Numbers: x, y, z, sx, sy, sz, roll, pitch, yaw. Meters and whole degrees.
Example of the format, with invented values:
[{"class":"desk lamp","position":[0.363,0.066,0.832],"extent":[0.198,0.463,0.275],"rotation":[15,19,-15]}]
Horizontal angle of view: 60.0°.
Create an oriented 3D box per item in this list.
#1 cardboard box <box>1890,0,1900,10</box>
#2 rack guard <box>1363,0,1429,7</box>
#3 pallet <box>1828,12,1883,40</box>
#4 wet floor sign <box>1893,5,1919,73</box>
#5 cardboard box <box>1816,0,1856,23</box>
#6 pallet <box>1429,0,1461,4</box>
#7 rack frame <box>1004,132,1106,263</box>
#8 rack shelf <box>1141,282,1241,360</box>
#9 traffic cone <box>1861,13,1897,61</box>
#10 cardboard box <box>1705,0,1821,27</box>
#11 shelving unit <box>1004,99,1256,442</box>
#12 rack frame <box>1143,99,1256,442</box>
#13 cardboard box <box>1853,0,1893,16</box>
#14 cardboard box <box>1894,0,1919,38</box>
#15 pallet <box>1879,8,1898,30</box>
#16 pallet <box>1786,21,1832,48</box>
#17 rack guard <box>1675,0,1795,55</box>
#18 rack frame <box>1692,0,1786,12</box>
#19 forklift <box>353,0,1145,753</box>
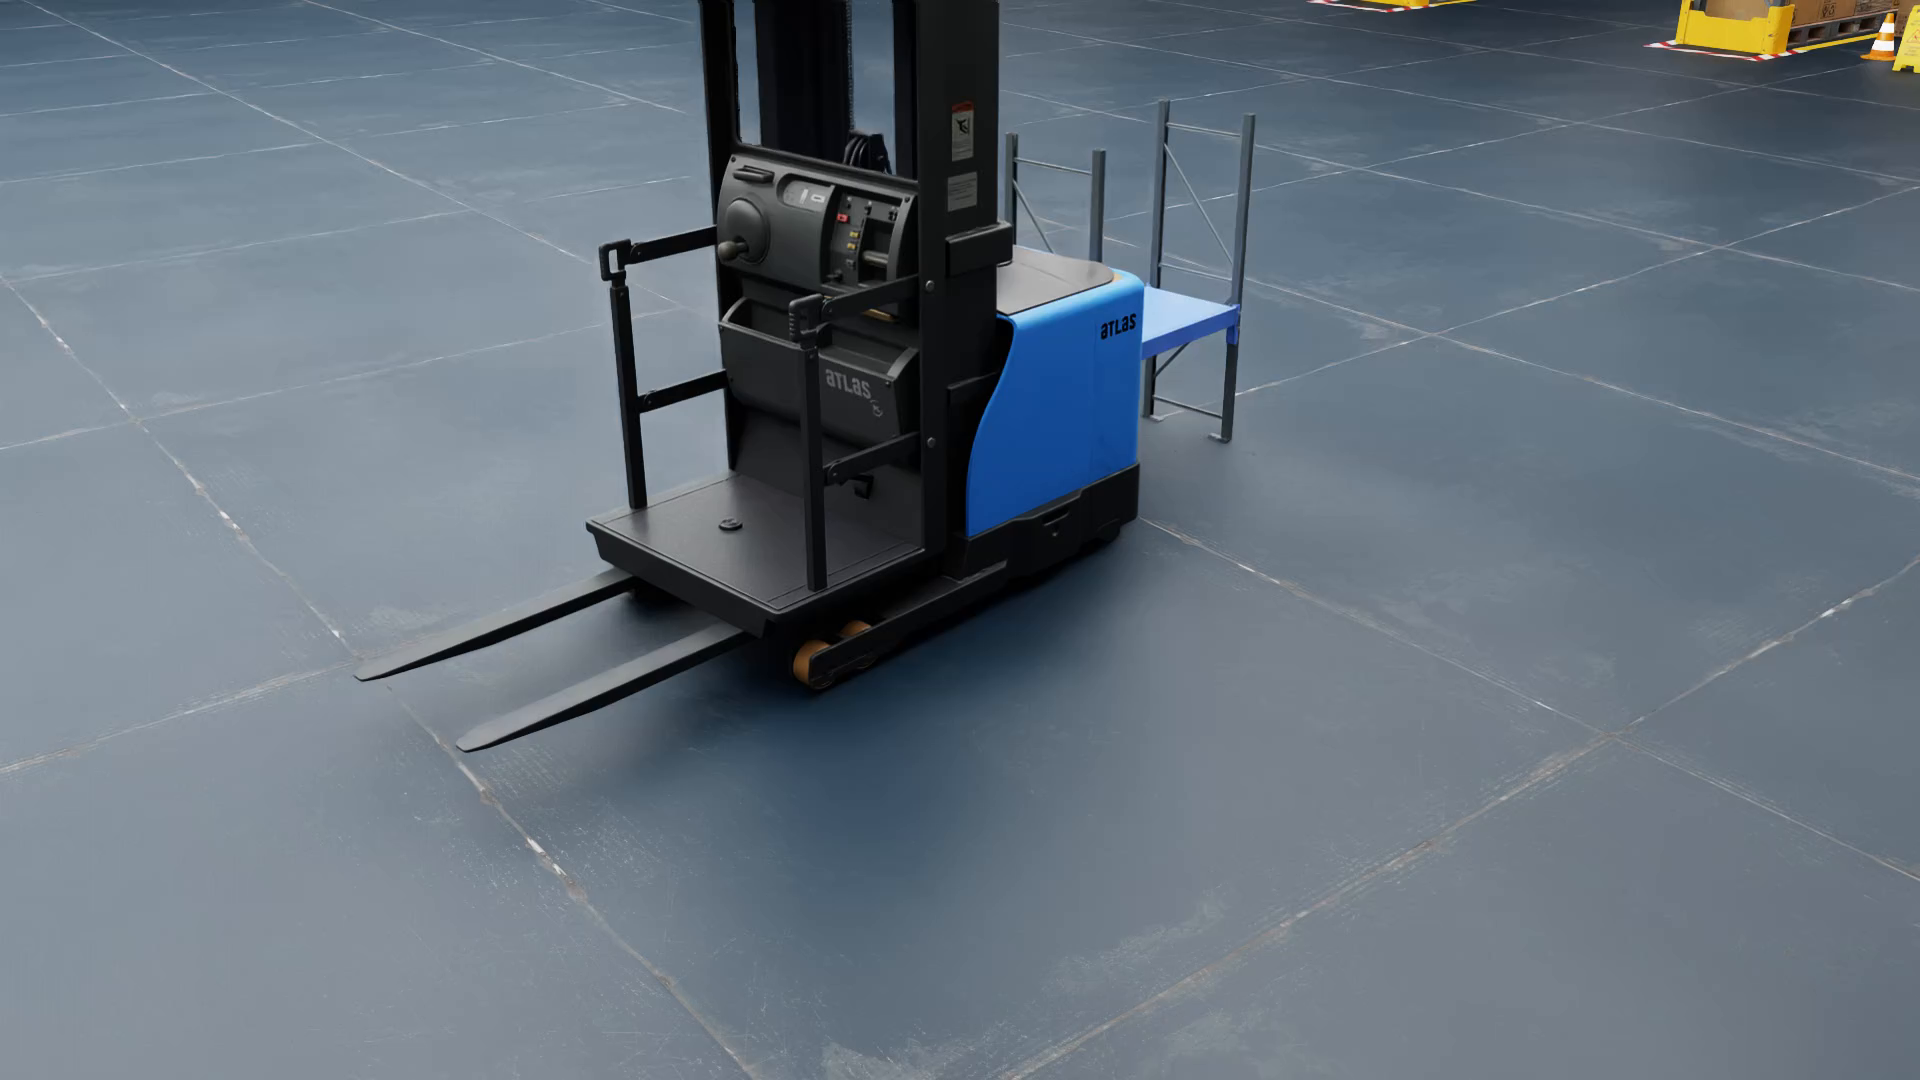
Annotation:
[{"class":"cardboard box","position":[11.263,-7.023,20.345],"extent":[0.875,0.875,0.875],"rotation":[-18,30,-33]},{"class":"rack guard","position":[5.732,-7.453,22.215],"extent":[0.348,0.500,1.175],"rotation":[-18,31,-34]},{"class":"pallet","position":[10.194,-6.182,19.819],"extent":[1.213,0.211,1.003],"rotation":[-18,31,-34]},{"class":"wet floor sign","position":[9.852,-5.166,17.115],"extent":[0.267,0.644,0.232],"rotation":[21,32,37]},{"class":"cardboard box","position":[9.837,-6.552,19.329],"extent":[0.875,0.875,0.875],"rotation":[-19,31,-35]},{"class":"pallet","position":[6.393,-7.521,22.705],"extent":[1.213,0.211,1.003],"rotation":[-18,31,-34]},{"class":"rack frame","position":[0.375,-0.902,6.912],"extent":[0.500,1.500,0.032],"rotation":[22,33,39]},{"class":"rack shelf","position":[0.725,-0.894,7.322],"extent":[0.538,0.185,1.000],"rotation":[22,33,39]},{"class":"traffic cone","position":[9.948,-5.415,17.867],"extent":[0.334,0.463,0.336],"rotation":[-18,31,-34]},{"class":"cardboard box","position":[9.146,-6.322,18.835],"extent":[0.875,0.875,0.875],"rotation":[-18,30,-34]},{"class":"shelving unit","position":[0.725,-1.057,7.246],"extent":[0.538,1.500,1.048],"rotation":[22,33,39]},{"class":"rack frame","position":[1.075,-1.212,7.580],"extent":[0.500,1.500,0.032],"rotation":[22,33,39]},{"class":"cardboard box","position":[10.556,-6.788,19.838],"extent":[0.875,0.875,0.875],"rotation":[-18,30,-34]},{"class":"cardboard box","position":[11.213,-6.061,19.213],"extent":[0.500,0.500,0.500],"rotation":[-13,28,-25]},{"class":"pallet","position":[11.154,-6.500,20.505],"extent":[1.213,0.211,1.003],"rotation":[-18,31,-34]},{"class":"pallet","position":[9.234,-5.866,19.140],"extent":[1.213,0.211,1.003],"rotation":[-18,31,-34]},{"class":"rack guard","position":[8.635,-5.758,18.562],"extent":[0.348,0.500,1.175],"rotation":[-18,31,-34]},{"class":"rack frame","position":[8.653,-6.898,18.049],"extent":[0.127,3.000,1.000],"rotation":[-18,31,-34]},{"class":"forklift","position":[-0.652,-1.065,5.562],"extent":[1.130,2.935,3.031],"rotation":[22,33,39]}]
